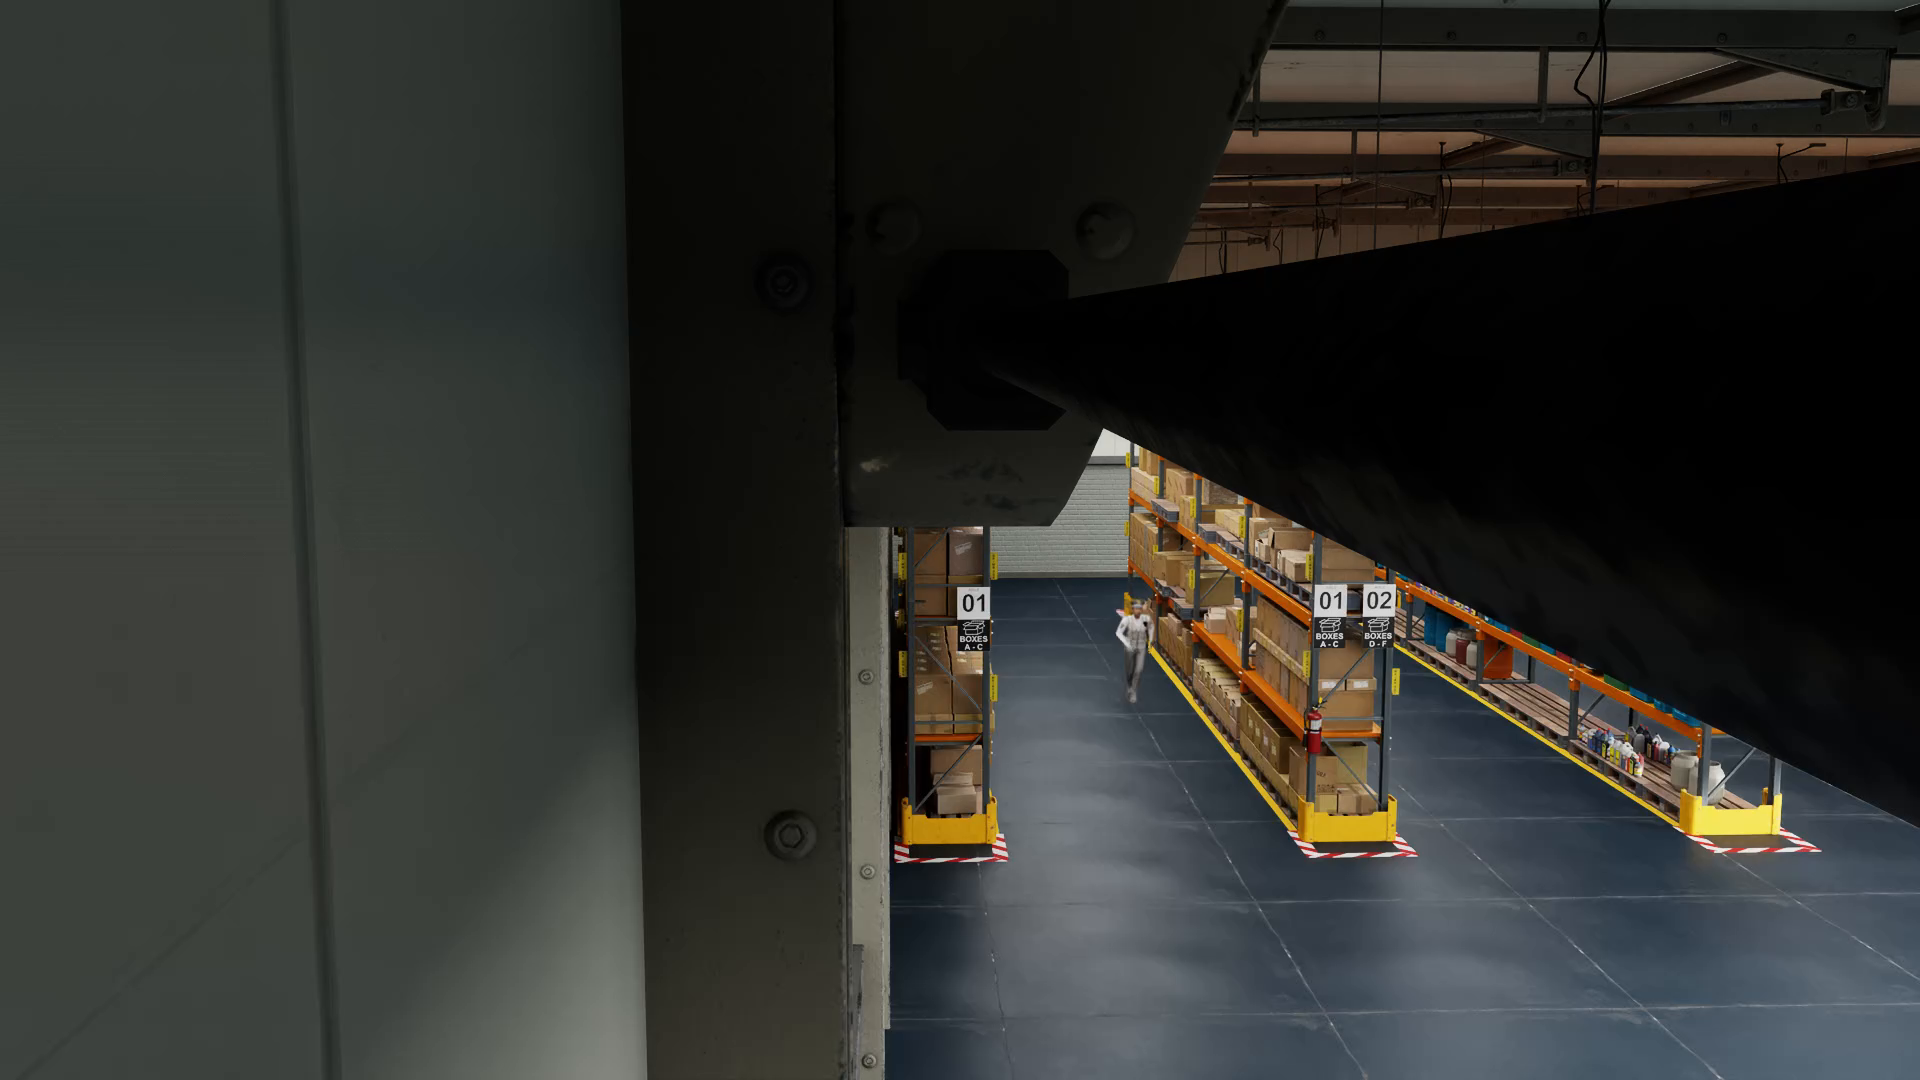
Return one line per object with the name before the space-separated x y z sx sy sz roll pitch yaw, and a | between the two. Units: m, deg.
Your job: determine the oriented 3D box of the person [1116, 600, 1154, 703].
person | 2.872 1.780 27.198 0.641 1.654 0.805 0 7 -2
